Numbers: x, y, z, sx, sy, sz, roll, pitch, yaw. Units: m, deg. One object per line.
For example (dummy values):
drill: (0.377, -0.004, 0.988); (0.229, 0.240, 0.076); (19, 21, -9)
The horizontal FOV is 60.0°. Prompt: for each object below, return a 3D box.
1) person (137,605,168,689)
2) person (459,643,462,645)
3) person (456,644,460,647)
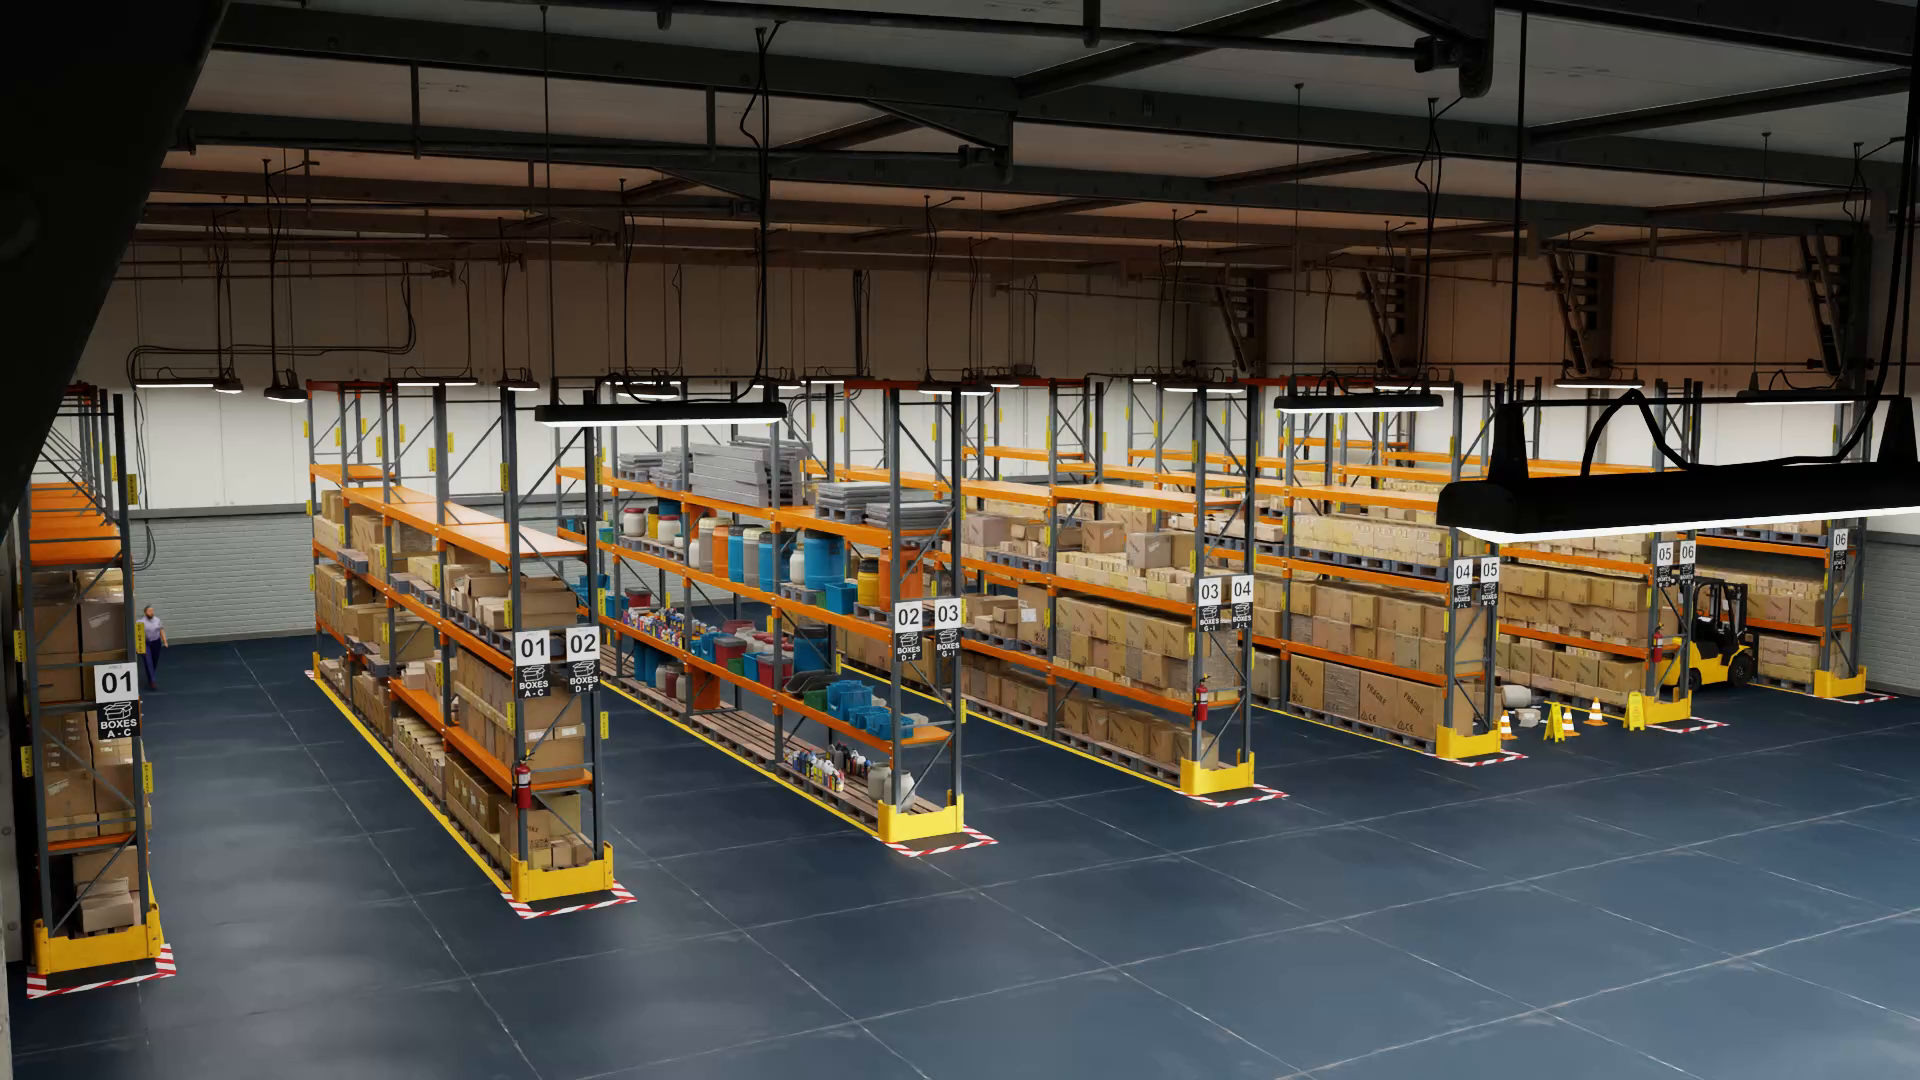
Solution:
person: (-15.847, 2.068, 32.569); (0.551, 1.569, 1.040); (-6, 8, -42)
person: (-10.474, 1.828, 34.359); (0.533, 1.808, 0.646); (3, 7, 26)
person: (-11.111, 1.519, 37.152); (0.556, 1.716, 0.493); (3, 7, 27)
